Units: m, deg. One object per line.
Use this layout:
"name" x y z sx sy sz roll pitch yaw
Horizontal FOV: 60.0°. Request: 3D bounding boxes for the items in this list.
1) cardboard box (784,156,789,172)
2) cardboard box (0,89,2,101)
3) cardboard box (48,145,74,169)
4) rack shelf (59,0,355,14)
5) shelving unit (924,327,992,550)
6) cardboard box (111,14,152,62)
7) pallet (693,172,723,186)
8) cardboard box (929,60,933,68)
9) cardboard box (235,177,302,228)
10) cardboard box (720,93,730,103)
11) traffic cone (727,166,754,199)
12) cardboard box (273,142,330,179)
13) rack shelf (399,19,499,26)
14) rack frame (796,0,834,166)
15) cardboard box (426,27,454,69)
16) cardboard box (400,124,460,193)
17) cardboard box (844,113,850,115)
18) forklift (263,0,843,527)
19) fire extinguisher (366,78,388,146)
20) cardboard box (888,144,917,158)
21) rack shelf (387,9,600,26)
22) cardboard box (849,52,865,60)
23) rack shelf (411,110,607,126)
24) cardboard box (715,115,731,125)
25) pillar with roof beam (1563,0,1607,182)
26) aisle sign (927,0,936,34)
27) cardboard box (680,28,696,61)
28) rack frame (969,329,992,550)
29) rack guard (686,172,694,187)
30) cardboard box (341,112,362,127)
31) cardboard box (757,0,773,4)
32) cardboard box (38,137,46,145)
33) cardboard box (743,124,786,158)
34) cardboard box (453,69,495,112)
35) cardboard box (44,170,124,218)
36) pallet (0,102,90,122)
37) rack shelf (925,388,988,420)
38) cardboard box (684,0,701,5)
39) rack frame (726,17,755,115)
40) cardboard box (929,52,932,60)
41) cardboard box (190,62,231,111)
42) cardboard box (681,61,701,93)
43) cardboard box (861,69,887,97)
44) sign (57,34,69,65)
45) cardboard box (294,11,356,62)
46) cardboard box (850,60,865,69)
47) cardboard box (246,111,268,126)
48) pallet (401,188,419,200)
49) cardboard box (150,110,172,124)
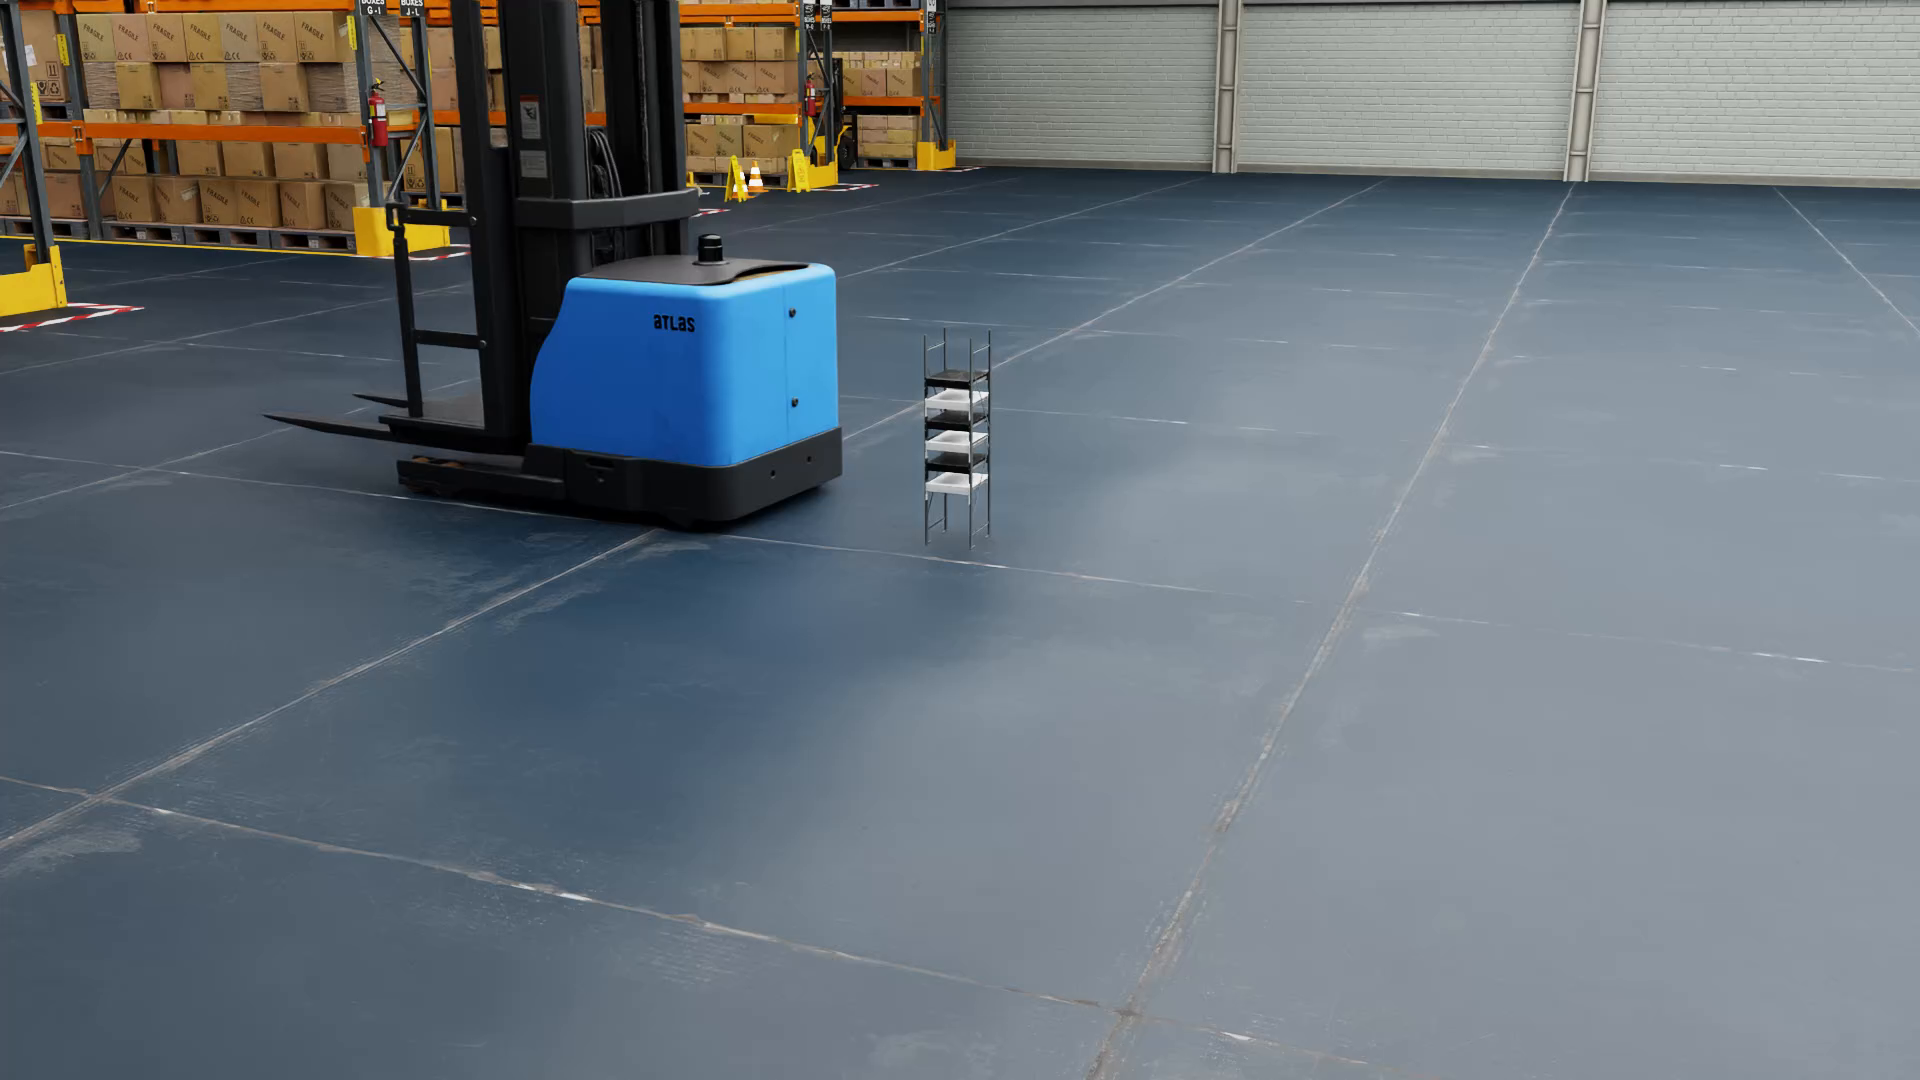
"cardboard box" -2.933 -6.165 27.207 0.500 0.250 0.500 6 17 20
"cardboard box" -11.288 -5.373 19.363 0.637 0.503 0.797 8 18 26
"cardboard box" -13.594 -5.816 25.557 0.500 0.500 0.500 7 17 22
"rack shelf" -7.781 -5.859 17.885 4.000 0.370 1.077 6 17 21
"shelving unit" -0.008 -0.433 7.051 0.210 0.900 0.258 6 17 21
"cardboard box" -8.850 -5.477 18.152 0.500 0.500 0.500 6 17 21
"pallet" -4.229 -6.015 27.516 1.213 0.211 1.003 6 17 21
"cardboard box" -0.687 -8.879 31.034 0.250 0.149 0.380 6 17 19
"cardboard box" -7.639 -3.750 18.440 0.500 0.500 0.500 8 18 26
"cardboard box" -3.655 -7.102 26.706 0.250 0.149 0.380 7 17 21
"traffic cone" -3.249 -5.298 24.593 0.334 0.463 0.336 6 17 21
"cardboard box" -9.234 -5.506 24.040 0.750 0.750 1.050 6 17 21
"rack shelf" -9.769 -10.535 33.993 4.000 0.370 1.077 6 17 21
"rack frame" -2.284 -7.129 26.351 0.127 3.000 1.000 6 17 21
"cardboard box" -6.843 -6.762 22.881 0.550 0.550 0.875 6 17 21
"cardboard box" -7.168 -5.343 23.256 0.875 0.875 0.875 7 17 21
"cardboard box" -2.246 -8.035 31.856 0.500 0.250 0.500 6 17 20
"forklift" -2.115 -1.732 7.882 3.031 2.935 1.130 8 18 26
"fire extinguisher" -5.983 -4.391 17.057 0.183 0.674 0.296 6 17 21
"cardboard box" -1.019 -7.264 30.995 0.500 0.250 0.500 6 17 21
"rack shelf" -7.866 -8.838 28.148 4.000 0.370 1.077 6 17 21
"cardboard box" -1.858 -8.981 30.853 0.250 0.149 0.380 7 18 22
"rack shelf" -5.867 -5.694 22.698 4.000 0.370 1.077 6 17 21
"cardboard box" -3.724 -6.743 26.691 0.250 0.149 0.380 7 17 22
"pillar with roof beam" 8.800 -9.259 22.927 0.400 9.000 9.100 6 17 21
"aisle sign" -0.513 -9.583 30.139 0.004 0.787 0.394 6 17 21
"cardboard box" -4.233 -7.962 26.714 0.500 0.500 0.700 6 17 20
"rack frame" 0.087 -0.423 7.015 0.006 0.900 0.240 6 17 21
"rack guard" -3.984 -4.632 22.233 0.348 0.500 1.175 6 17 21
"cardboard box" -6.261 -4.414 17.449 0.250 0.149 0.380 6 17 21
"cardboard box" -2.962 -8.430 25.902 0.250 0.149 0.380 6 17 21
"cardboard box" -14.083 -6.226 25.625 0.500 0.250 0.500 7 18 22
"cardboard box" -3.125 -6.385 26.621 0.500 0.500 0.500 6 17 21
"cardboard box" -6.401 -6.146 22.694 0.550 0.550 0.875 6 17 21
"cardboard box" -10.205 -4.048 19.430 0.500 0.500 0.700 5 17 16
"pallet" -10.299 -4.992 19.333 1.213 0.211 1.003 6 17 21
"rack shelf" -0.008 -0.574 7.010 0.200 0.077 0.258 6 17 21
"cardboard box" -4.164 -8.559 26.345 0.250 0.149 0.380 6 17 20
"rack frame" -4.187 -8.826 32.196 0.127 3.000 1.000 6 17 21
"cardboard box" -0.700 -9.009 30.950 0.250 0.149 0.380 6 17 20
"cardboard box" -7.841 -4.950 18.131 0.500 0.500 0.875 6 17 21
"cardboard box" -4.283 -7.466 26.796 0.500 0.500 0.500 6 17 21
"cardboard box" -1.500 -8.503 30.903 0.500 0.500 0.500 7 18 22
"sign" -9.842 -5.380 18.249 0.005 0.325 0.100 6 17 21
"cardboard box" -6.523 -5.222 17.276 0.500 0.500 0.500 6 17 21
"cardboard box" -1.851 -8.844 30.913 0.250 0.149 0.380 6 17 19
"cardboard box" -7.430 -4.538 17.875 0.250 0.149 0.380 6 17 21
"pallet" -8.473 -4.965 23.896 1.213 0.211 1.003 6 17 21
"cardboard box" -8.628 -4.641 18.230 0.250 0.149 0.380 6 17 21
